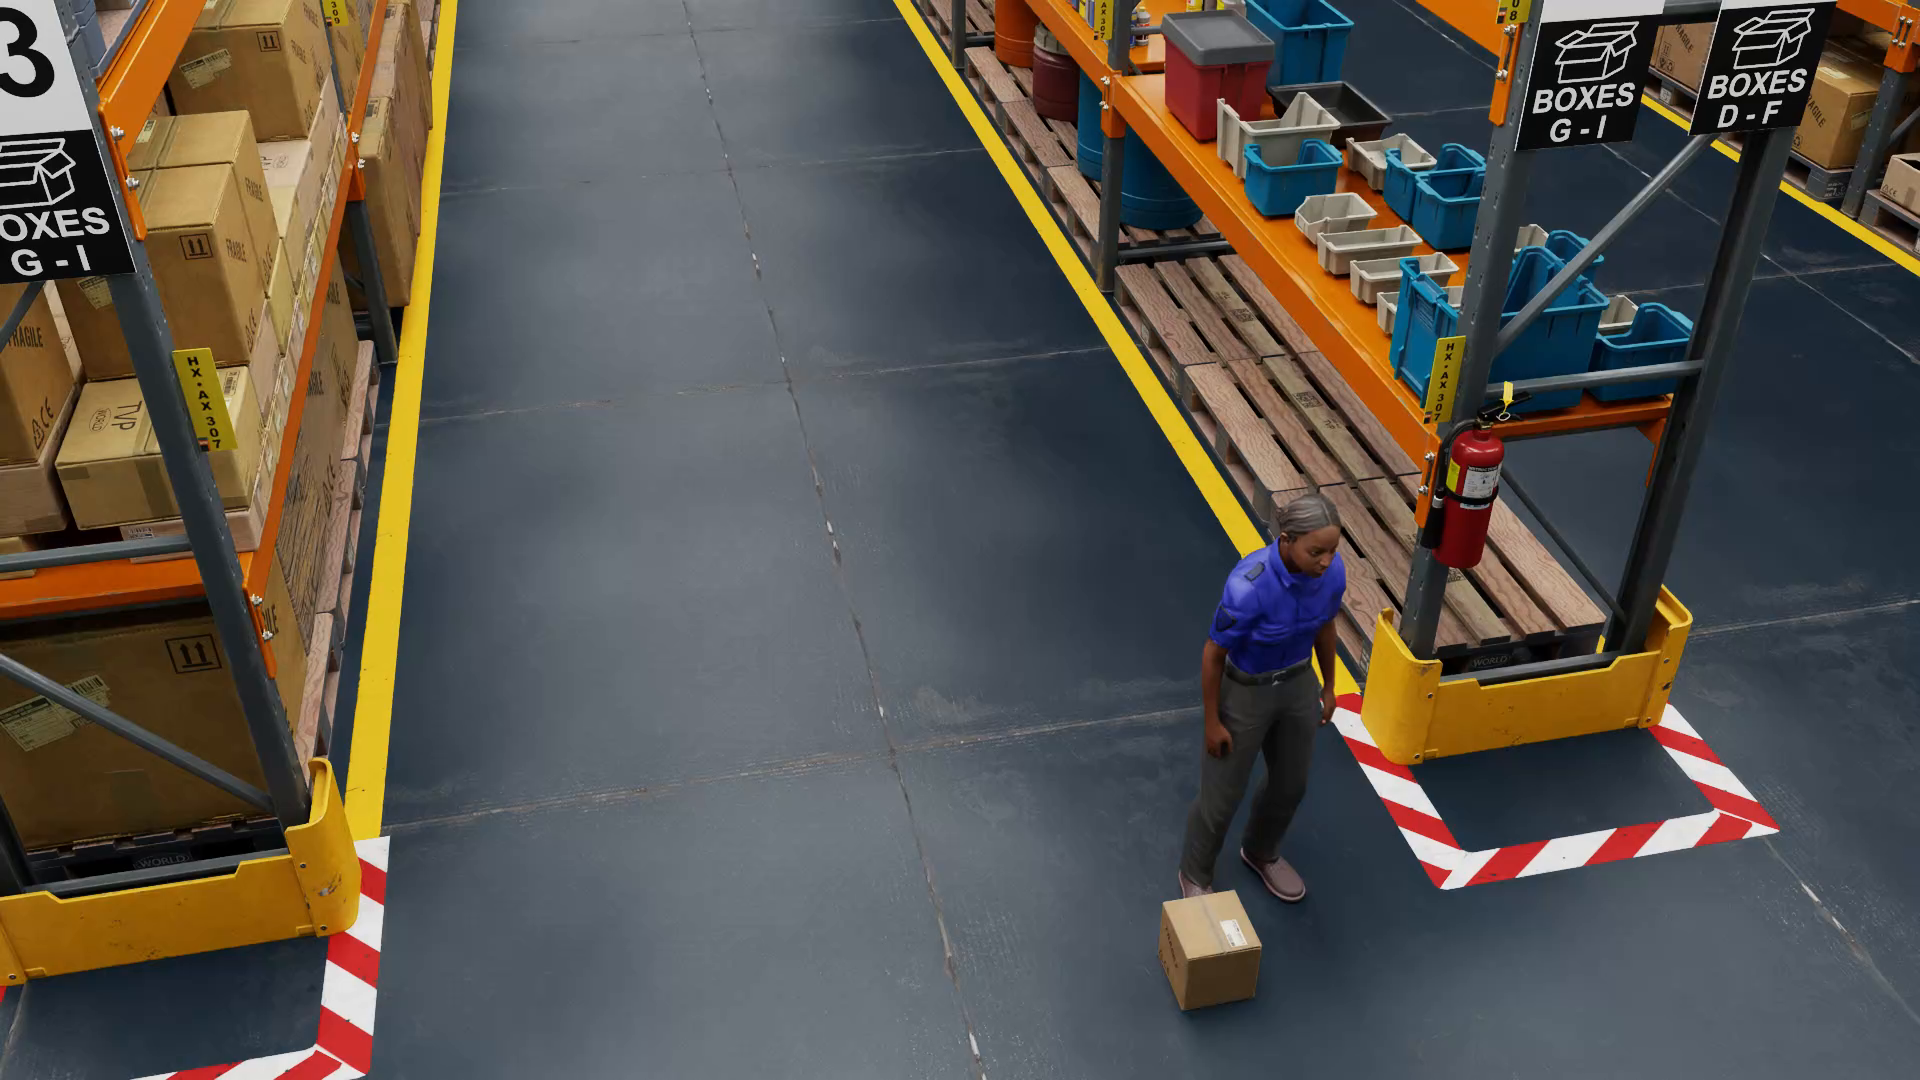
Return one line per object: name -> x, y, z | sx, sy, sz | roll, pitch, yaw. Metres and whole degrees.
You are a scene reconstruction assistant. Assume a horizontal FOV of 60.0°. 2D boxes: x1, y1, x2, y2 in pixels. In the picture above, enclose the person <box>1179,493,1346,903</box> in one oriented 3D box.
person -> 0.981, 0.530, 5.379 | 0.506, 1.655, 0.351 | -14, 37, -20
